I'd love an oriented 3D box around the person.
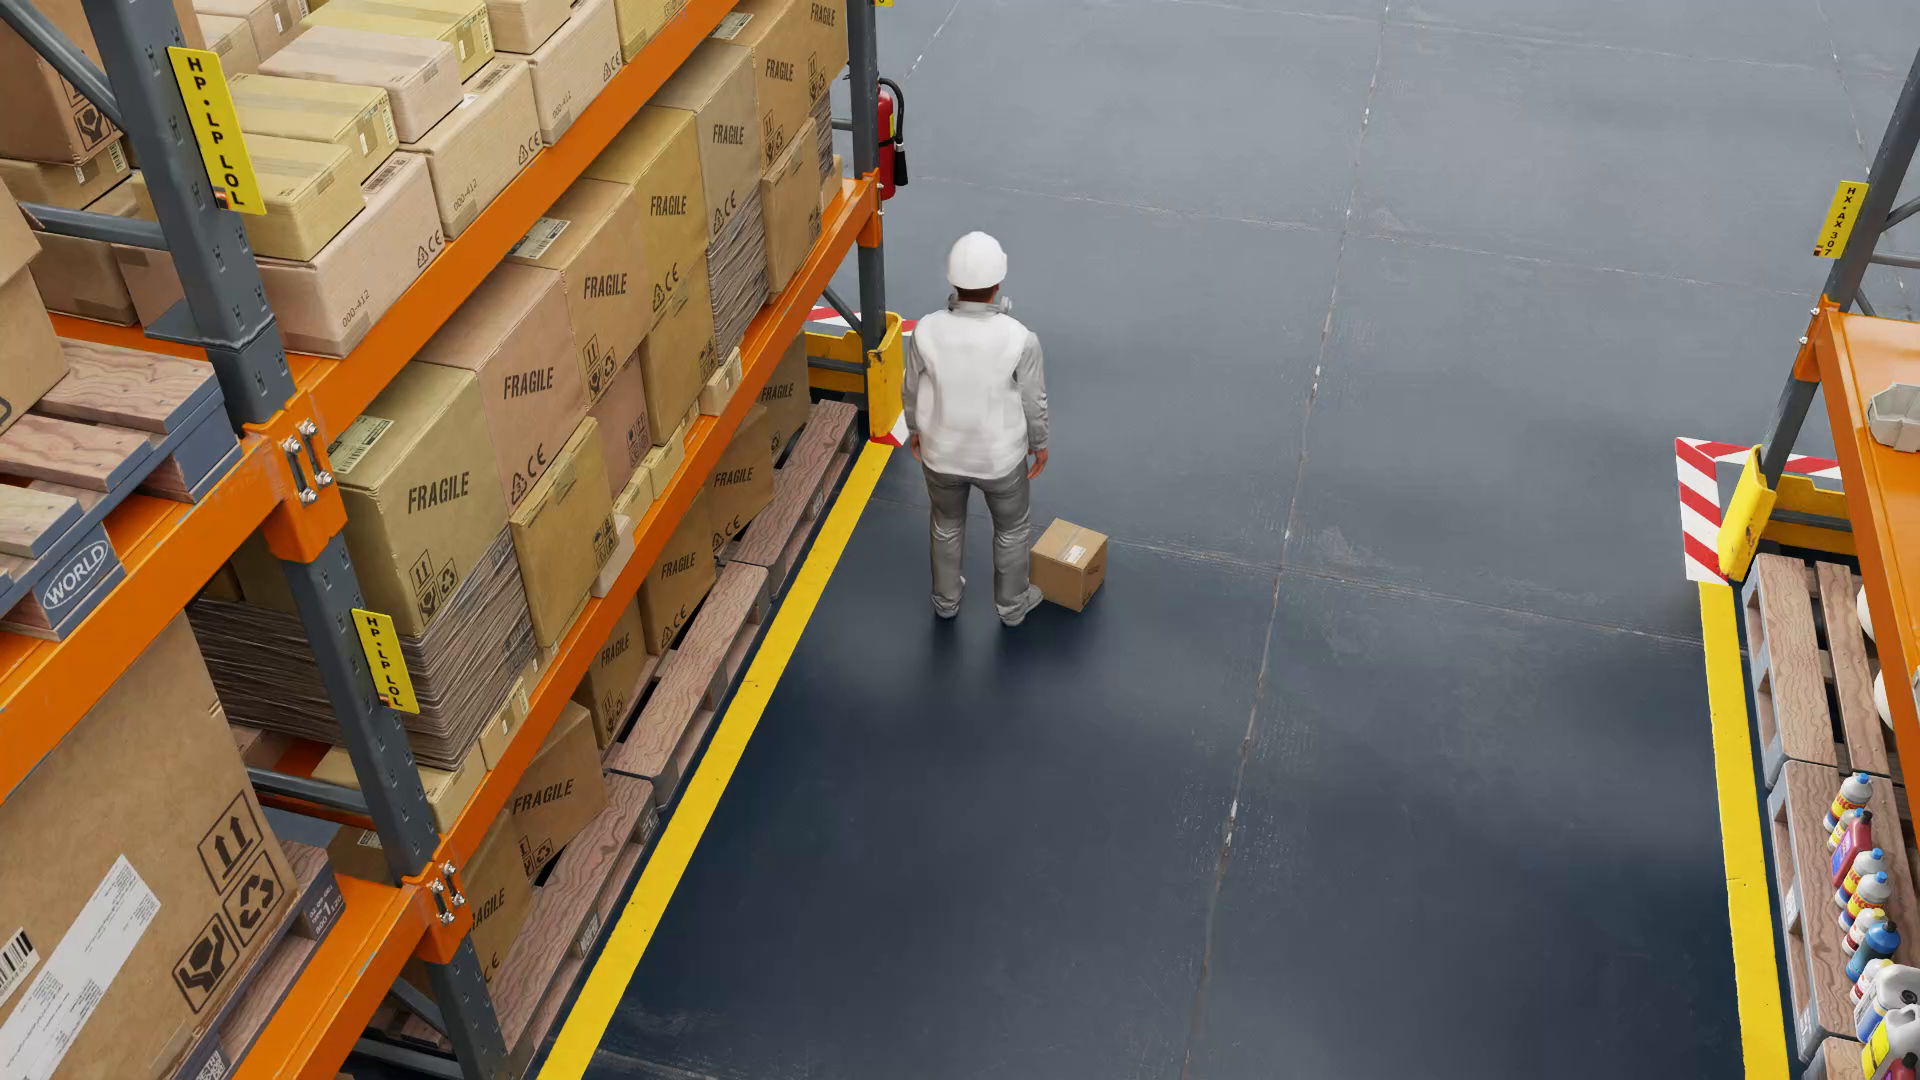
[{"bbox_3d":[0.065,-0.392,6.593,0.581,1.771,0.464,9,42,10],"label":"person"}]
